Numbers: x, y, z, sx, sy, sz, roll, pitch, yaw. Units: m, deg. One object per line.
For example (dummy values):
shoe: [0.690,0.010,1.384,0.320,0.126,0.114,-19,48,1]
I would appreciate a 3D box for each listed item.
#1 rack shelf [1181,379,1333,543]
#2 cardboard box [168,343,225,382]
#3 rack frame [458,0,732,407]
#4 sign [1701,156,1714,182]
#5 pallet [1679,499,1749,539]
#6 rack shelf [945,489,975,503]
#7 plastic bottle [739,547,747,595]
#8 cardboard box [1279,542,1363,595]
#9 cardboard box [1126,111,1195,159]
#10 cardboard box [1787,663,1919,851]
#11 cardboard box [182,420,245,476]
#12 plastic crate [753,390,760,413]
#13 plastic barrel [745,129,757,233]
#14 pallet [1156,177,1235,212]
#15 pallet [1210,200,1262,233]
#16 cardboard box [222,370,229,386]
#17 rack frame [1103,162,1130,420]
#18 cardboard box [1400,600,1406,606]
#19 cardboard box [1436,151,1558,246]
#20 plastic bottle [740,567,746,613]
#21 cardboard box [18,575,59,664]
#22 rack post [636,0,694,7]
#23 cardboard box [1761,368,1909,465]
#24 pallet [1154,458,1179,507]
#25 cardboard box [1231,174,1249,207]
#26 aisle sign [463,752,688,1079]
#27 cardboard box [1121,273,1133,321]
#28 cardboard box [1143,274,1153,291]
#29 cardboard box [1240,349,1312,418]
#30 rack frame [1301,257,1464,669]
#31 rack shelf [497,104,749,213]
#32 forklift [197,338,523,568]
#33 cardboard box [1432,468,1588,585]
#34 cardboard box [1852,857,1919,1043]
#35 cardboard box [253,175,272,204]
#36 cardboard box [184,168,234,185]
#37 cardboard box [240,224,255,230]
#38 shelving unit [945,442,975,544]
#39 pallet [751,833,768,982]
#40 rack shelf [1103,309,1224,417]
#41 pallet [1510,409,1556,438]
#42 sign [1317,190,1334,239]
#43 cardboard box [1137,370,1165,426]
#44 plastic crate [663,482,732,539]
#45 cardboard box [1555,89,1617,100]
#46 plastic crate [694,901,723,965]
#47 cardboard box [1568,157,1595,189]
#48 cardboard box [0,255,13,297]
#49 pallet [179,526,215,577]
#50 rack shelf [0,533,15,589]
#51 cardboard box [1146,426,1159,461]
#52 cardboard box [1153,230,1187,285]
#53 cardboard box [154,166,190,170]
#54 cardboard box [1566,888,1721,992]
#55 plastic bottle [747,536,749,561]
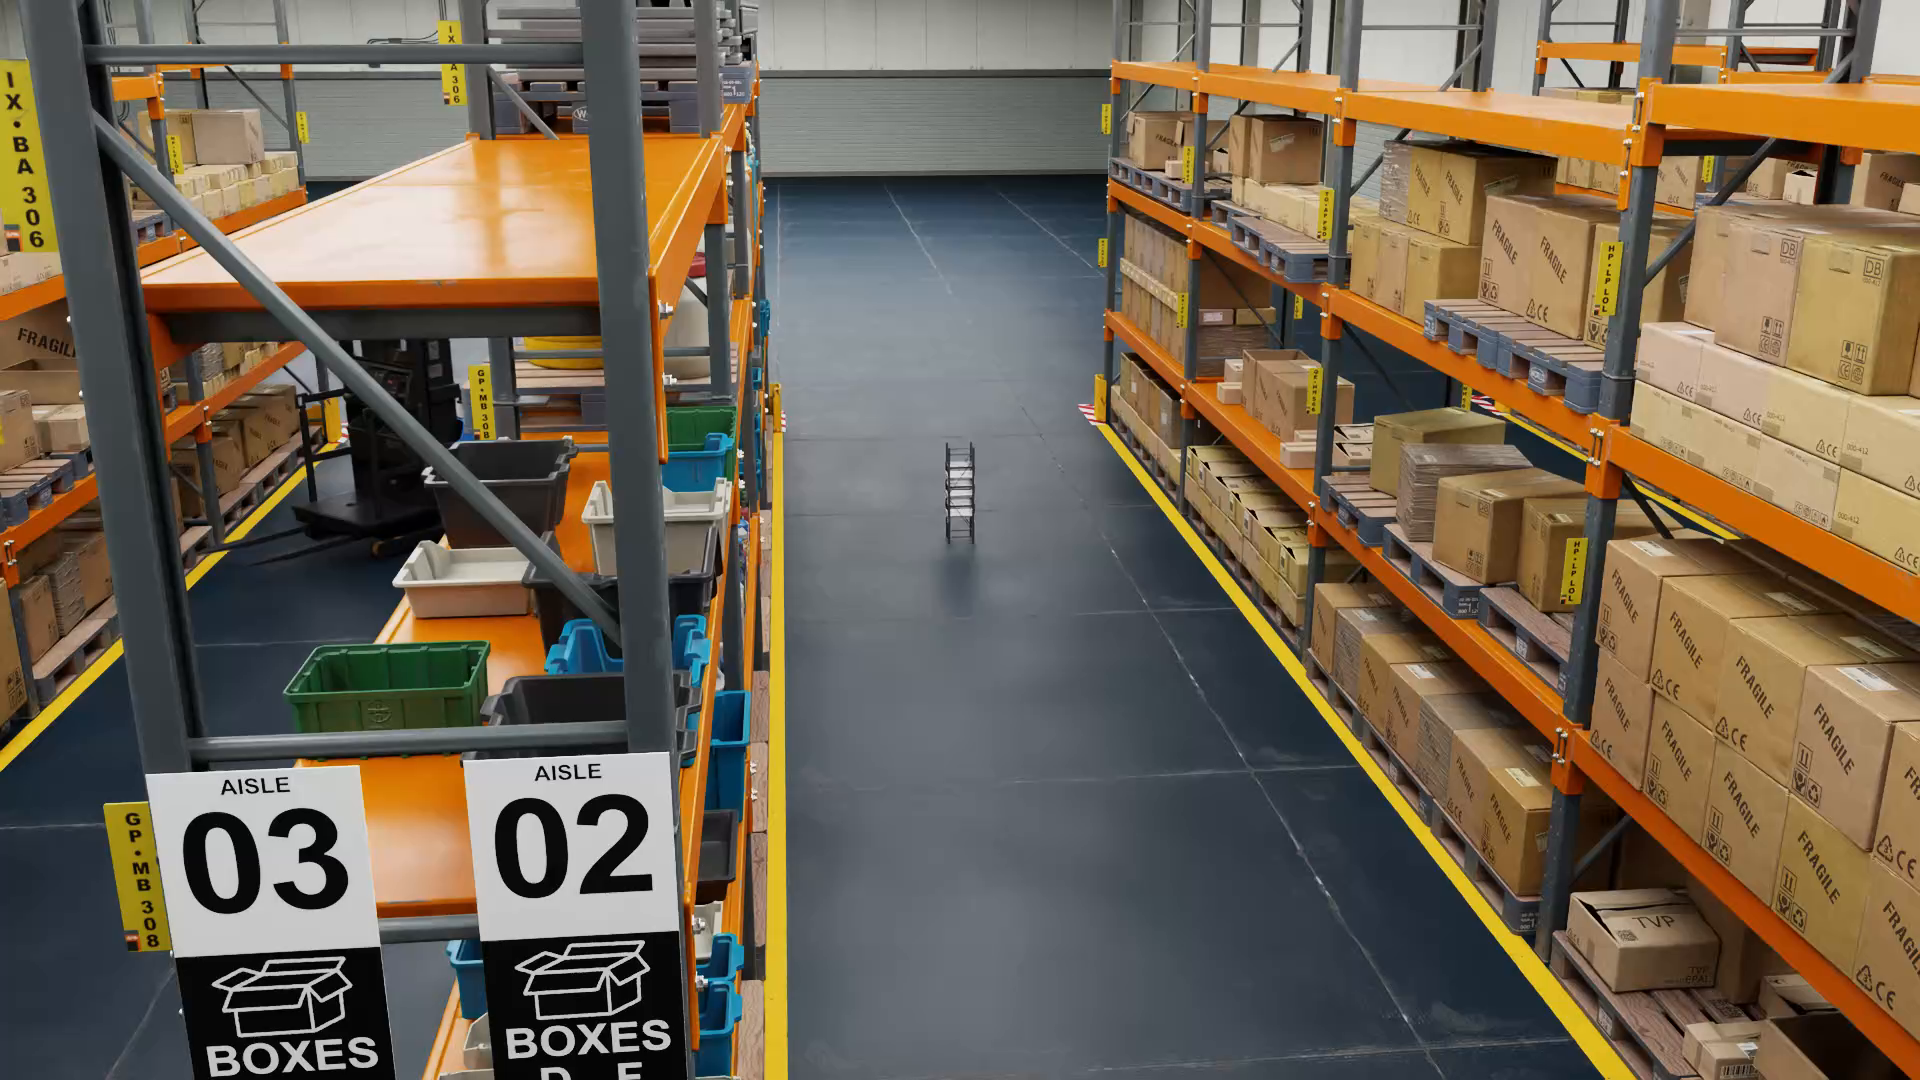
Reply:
rack shelf: [2.826,-0.762,13.869,1.077,0.370,4.000,-2,18,-6]
cardboard box: [-7.219,-1.721,15.062,0.875,0.500,0.500,-2,18,-6]
rack frame: [-1.482,-2.028,6.685,1.000,3.000,0.127,-2,18,-6]
sign: [7.008,-3.514,15.563,0.100,0.325,0.005,-2,18,-6]
pallet: [7.629,-0.293,15.829,1.003,0.211,1.213,-2,18,-6]
rack shelf: [0.001,-0.395,15.117,0.258,0.077,0.200,-2,18,-6]
plastic bottle: [-1.336,0.163,9.805,0.144,0.351,0.185,-2,18,-6]
cardboard box: [2.734,0.187,12.601,0.500,0.311,0.500,-1,17,-4]
cardboard box: [2.263,-4.469,18.361,0.797,0.503,0.637,-1,17,-2]
cardboard box: [3.375,0.768,5.960,0.500,0.500,0.500,-1,17,-4]
cardboard box: [-7.444,-0.877,16.507,0.500,0.500,0.500,-3,18,-11]
plastic crate: [-1.757,-0.878,12.934,0.402,0.464,0.583,-2,18,-6]
plastic barrel: [-1.971,-2.879,13.569,0.600,0.901,0.600,0,17,0]
pallet: [2.507,-3.343,16.030,1.003,0.211,1.213,-2,18,-6]
pallet: [2.724,-2.778,14.403,0.805,0.209,1.217,-2,18,-8]
cardboard box: [-7.023,-1.498,15.432,0.380,0.149,0.250,-2,18,-6]
rack frame: [2.208,-2.892,19.455,1.000,3.000,0.127,-2,18,-6]
cardboard box: [3.271,0.437,12.738,0.500,0.250,0.500,-2,18,-6]
cardboard box: [3.177,-2.031,9.867,0.500,0.500,0.500,-2,18,-6]
plastic bottle: [-1.303,0.258,9.503,0.144,0.351,0.185,-2,18,-6]
cardboard box: [-6.910,0.580,11.834,0.700,0.500,0.500,-3,18,-9]
rack post: [-1.717,-3.236,9.674,0.624,0.289,0.986,-2,18,-6]
cardboard box: [3.342,-0.465,6.130,0.500,0.250,0.500,-2,18,-6]
pallet: [2.580,-0.609,16.836,1.003,0.211,1.213,-2,18,-6]
cardboard box: [2.674,-3.077,14.584,0.500,0.250,0.500,0,17,0]
aisle sign: [-0.767,0.798,3.359,0.394,0.787,0.004,-2,18,-6]
cardboard box: [2.243,-2.801,18.996,0.700,0.500,0.500,-2,18,-6]
cardboard box: [2.169,-2.742,17.728,0.380,0.149,0.250,-2,18,-6]
cardboard box: [2.738,-1.362,14.414,0.500,0.500,0.500,-1,17,-2]
rack frame: [3.033,-0.509,11.863,1.000,3.000,0.127,-2,18,-6]
rack shelf: [-1.688,-2.089,8.751,1.077,0.370,4.000,-2,18,-6]
forklift: [-5.344,-1.387,14.773,1.130,2.935,3.031,12,21,34]
cardboard box: [3.202,-0.090,9.660,0.700,0.500,0.500,-6,19,-20]
cardboard box: [3.438,1.399,5.621,0.500,0.500,0.500,-2,18,-5]
cardboard box: [-7.245,-3.510,16.664,0.500,0.250,0.500,-1,17,-4]
cardboard box: [-7.132,-3.439,15.774,0.380,0.149,0.250,-2,18,-7]
cardboard box: [-7.344,-3.098,17.777,0.500,0.500,0.500,-2,18,-6]
shelving unit: [0.001,-0.427,15.108,0.258,0.900,0.210,-2,18,-6]
pallet: [-1.520,1.934,8.738,1.003,0.211,1.213,-2,18,-6]
rack shelf: [2.414,-1.953,17.665,1.077,0.370,4.000,-2,18,-6]
pallet: [7.191,-1.450,19.517,1.003,0.211,1.213,-2,18,-6]
sign: [2.480,-2.210,11.278,0.100,0.325,0.005,-2,18,-6]
cardboard box: [2.194,-1.525,17.737,0.500,0.500,0.500,-2,18,-6]
plastic crate: [-0.972,-0.103,6.004,0.293,0.136,0.466,-2,18,-6]
cardboard box: [6.934,-4.739,18.459,0.500,0.500,0.500,-2,18,-6]
plastic crate: [-1.003,1.441,5.991,0.293,0.136,0.466,-2,18,-6]
cardboard box: [6.998,-4.112,18.132,0.500,0.500,0.500,-1,17,-3]
cardboard box: [-6.616,-1.711,10.936,0.500,0.250,0.500,-1,17,-5]
pallet: [-7.152,0.167,14.367,1.003,0.211,1.213,-2,18,-6]
rack shelf: [-6.615,0.735,9.102,1.077,0.370,4.000,-2,18,-6]
cardboard box: [2.247,-1.018,17.375,0.500,0.250,0.500,-2,18,-6]
cardboard box: [2.413,-2.948,17.299,0.700,0.500,0.500,-2,18,-6]
cardboard box: [-7.636,-3.509,15.996,0.380,0.149,0.250,-2,18,-8]
cardboard box: [3.273,1.887,7.985,0.500,0.311,0.500,-2,18,-6]
plastic bottle: [-1.381,0.036,10.460,0.097,0.201,0.097,0,17,0]
